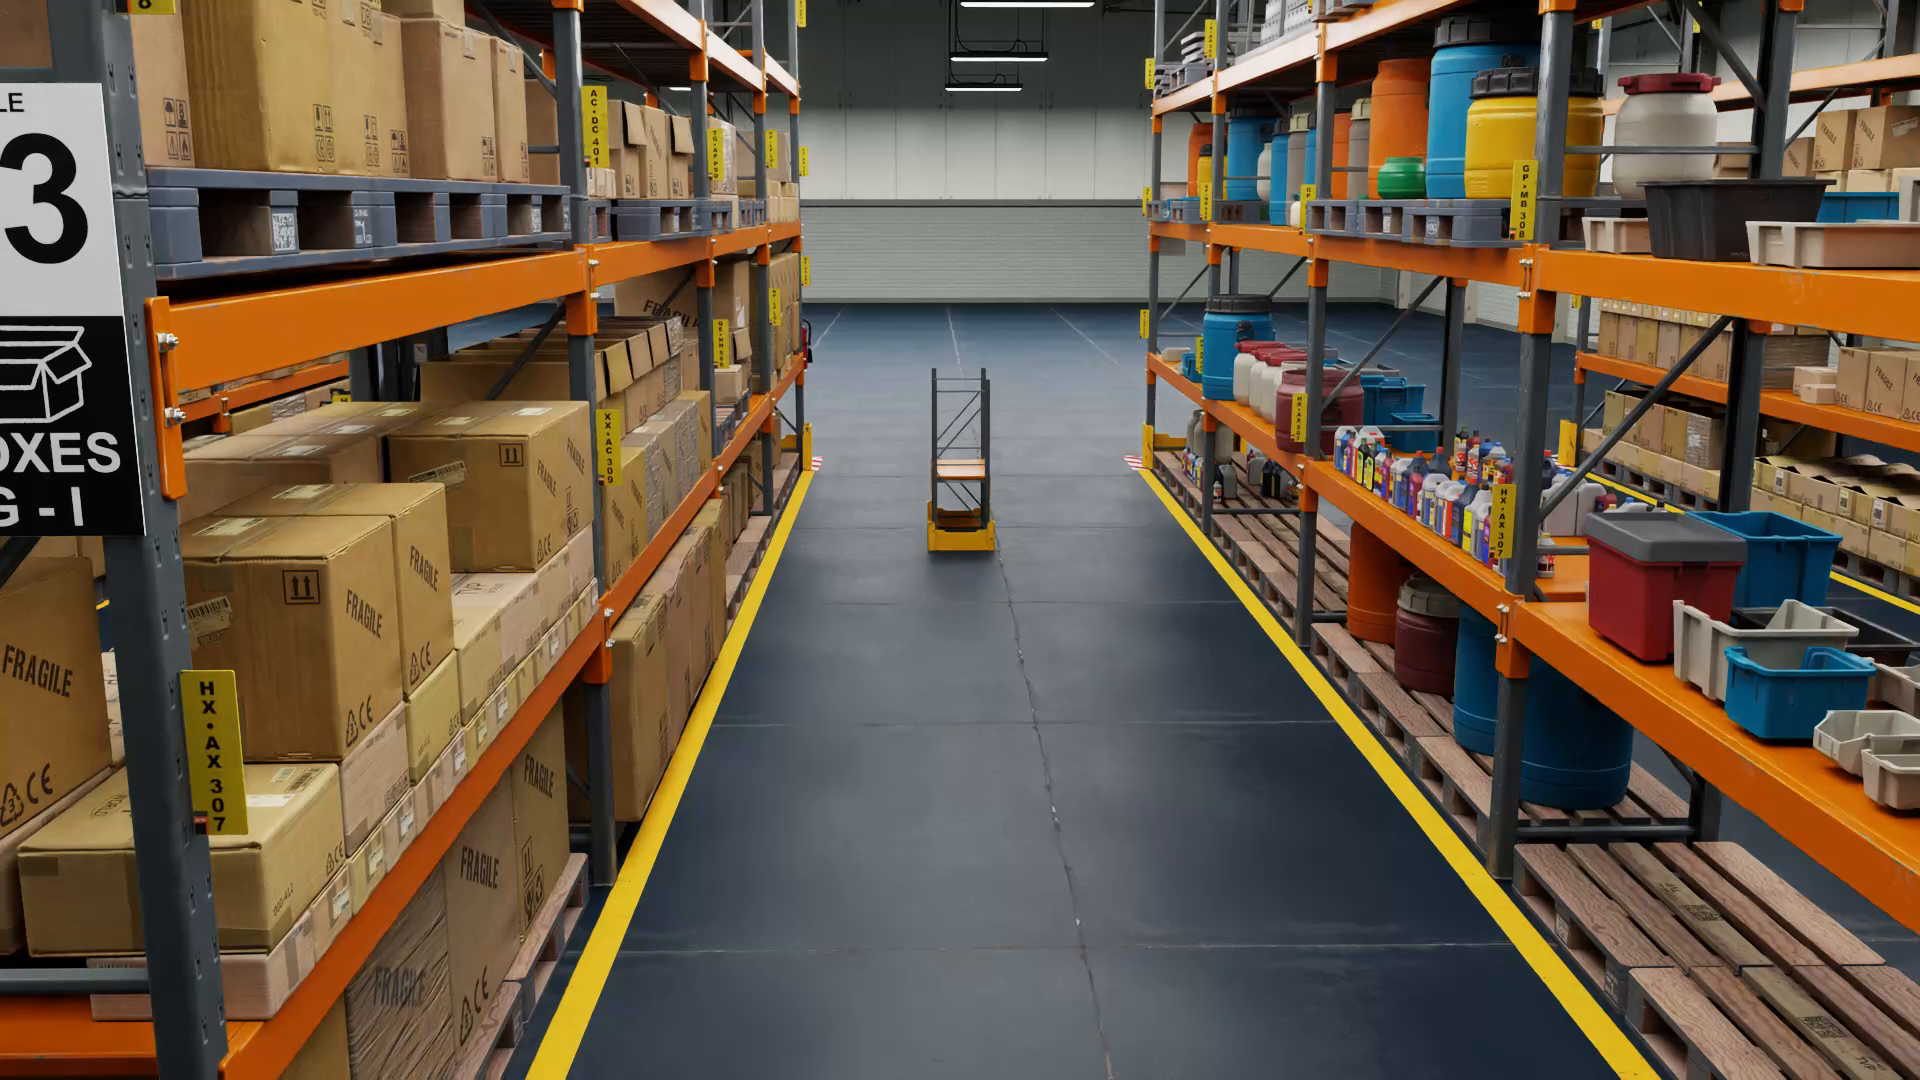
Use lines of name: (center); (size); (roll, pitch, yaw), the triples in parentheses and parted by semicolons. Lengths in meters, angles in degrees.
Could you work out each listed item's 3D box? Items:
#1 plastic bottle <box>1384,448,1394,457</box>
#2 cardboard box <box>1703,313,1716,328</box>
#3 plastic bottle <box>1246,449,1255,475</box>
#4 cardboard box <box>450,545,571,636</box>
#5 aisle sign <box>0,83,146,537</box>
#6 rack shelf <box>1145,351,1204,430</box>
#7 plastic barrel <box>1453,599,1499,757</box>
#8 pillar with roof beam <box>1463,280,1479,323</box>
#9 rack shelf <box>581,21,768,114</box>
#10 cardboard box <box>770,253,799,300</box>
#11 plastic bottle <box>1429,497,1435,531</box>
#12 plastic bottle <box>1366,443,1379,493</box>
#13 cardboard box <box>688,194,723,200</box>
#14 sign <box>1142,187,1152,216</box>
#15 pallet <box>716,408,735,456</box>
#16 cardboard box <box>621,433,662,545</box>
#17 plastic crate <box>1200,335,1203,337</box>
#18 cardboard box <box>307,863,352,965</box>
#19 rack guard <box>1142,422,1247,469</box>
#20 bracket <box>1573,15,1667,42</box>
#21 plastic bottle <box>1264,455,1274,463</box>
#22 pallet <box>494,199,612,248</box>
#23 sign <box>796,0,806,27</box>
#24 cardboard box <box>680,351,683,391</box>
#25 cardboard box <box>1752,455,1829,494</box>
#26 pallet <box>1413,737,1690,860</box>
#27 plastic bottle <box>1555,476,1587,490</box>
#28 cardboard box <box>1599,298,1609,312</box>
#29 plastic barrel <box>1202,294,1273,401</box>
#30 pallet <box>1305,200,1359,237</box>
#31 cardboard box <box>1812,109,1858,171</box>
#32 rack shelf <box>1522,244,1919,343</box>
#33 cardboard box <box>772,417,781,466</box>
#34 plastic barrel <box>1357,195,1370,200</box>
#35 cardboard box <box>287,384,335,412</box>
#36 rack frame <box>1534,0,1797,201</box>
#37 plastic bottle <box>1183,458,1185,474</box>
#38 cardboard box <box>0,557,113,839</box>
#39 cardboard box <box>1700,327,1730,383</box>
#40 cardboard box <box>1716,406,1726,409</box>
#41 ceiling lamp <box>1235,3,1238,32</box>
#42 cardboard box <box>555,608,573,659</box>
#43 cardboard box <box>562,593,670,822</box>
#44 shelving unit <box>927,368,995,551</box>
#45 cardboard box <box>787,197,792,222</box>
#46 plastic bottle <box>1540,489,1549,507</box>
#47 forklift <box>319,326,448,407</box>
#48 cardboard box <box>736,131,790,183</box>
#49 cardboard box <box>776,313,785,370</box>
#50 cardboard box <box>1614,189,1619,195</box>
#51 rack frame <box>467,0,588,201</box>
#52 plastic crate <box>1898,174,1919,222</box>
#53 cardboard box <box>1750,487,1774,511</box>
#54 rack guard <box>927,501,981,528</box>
plastic bottle: (2.641, -0.470, 10.330); (0.097, 0.201, 0.097); (0, 11, 0)
cardboard box: (7.454, -2.131, 16.134); (0.380, 0.149, 0.250); (0, 11, -1)
plastic bottle: (3.004, -0.803, 17.198); (0.061, 0.283, 0.133); (0, 11, -1)
cardboard box: (-1.763, 0.190, 6.205); (0.500, 0.250, 0.500); (0, 11, 1)
aisle sign: (-1.664, -0.393, 2.912); (0.394, 0.787, 0.004); (0, 11, -1)
rack shelf: (2.698, -1.582, 17.124); (1.077, 0.370, 4.000); (0, 11, -1)
plastic barrel: (2.895, 0.626, 8.649); (0.600, 0.901, 0.708); (0, 11, -1)
pillar with roof beam: (8.641, -9.931, 41.377); (9.100, 9.000, 0.548); (0, 11, -1)
rack shelf: (-2.172, -3.511, 12.548); (1.077, 0.370, 4.000); (0, 11, -1)
cardboard box: (-2.037, -2.889, 18.239); (0.500, 0.500, 0.500); (0, 11, -1)
plastic bottle: (2.522, -0.149, 8.751); (0.097, 0.201, 0.097); (0, 11, 0)
plastic bottle: (2.479, -0.433, 9.943); (0.061, 0.283, 0.133); (0, 11, -1)
cardboard box: (-1.886, -2.213, 11.256); (0.500, 0.250, 0.500); (0, 11, 0)
sign: (2.106, -3.806, 18.706); (0.100, 0.325, 0.005); (0, 11, -1)
pallet: (-2.251, -0.769, 11.789); (1.213, 0.211, 1.003); (0, 11, -1)
cardboard box: (-1.828, -0.268, 8.583); (0.500, 0.500, 0.500); (0, 11, -2)
plastic crate: (2.966, -2.161, 18.543); (0.499, 0.251, 0.616); (0, 11, -1)
cardboard box: (-1.649, 0.869, 3.866); (0.380, 0.149, 0.250); (0, 11, -2)
rack guard: (2.705, -1.093, 19.187); (1.175, 0.500, 0.348); (0, 11, -1)
bracket: (12.776, -9.924, 32.289); (0.076, 0.066, 4.783); (0, 11, -1)
plastic bottle: (3.125, -0.739, 16.713); (0.144, 0.351, 0.185); (0, 11, -2)
pallet: (-2.116, -1.485, 7.772); (0.805, 0.209, 1.217); (-1, 11, -3)
sign: (-1.740, -5.786, 18.198); (0.100, 0.325, 0.005); (0, 11, -1)
cardboard box: (-2.181, -1.084, 11.550); (0.500, 0.500, 0.500); (-2, 12, -8)
cardboard box: (7.451, -0.607, 14.956); (0.500, 0.311, 0.500); (0, 11, -1)
pallet: (2.930, 1.266, 8.289); (1.003, 0.211, 1.213); (0, 11, -1)
plastic bottle: (3.252, -0.210, 8.863); (0.152, 0.276, 0.135); (0, 11, -1)
cardboard box: (7.402, -2.640, 18.646); (0.380, 0.149, 0.250); (0, 11, -2)
plastic barrel: (2.444, -1.705, 14.659); (0.600, 0.901, 0.708); (0, 11, -1)
pallet: (2.740, -1.967, 10.143); (1.003, 0.211, 1.213); (0, 11, -1)
cardboard box: (7.665, -3.404, 14.185); (0.500, 0.500, 0.500); (0, 11, 0)
rack shelf: (2.946, -0.667, 5.068); (1.077, 0.370, 4.000); (0, 11, -1)
cardboard box: (-2.253, -1.050, 17.922); (0.500, 0.500, 0.500); (3, 12, 14)
plastic barrel: (2.765, -2.185, 11.132); (0.294, 0.245, 0.294); (0, 11, 0)
cardboard box: (-7.156, -1.167, 17.555); (0.875, 0.875, 0.875); (0, 11, -2)
rack frame: (2.904, -2.887, 6.658); (1.000, 3.000, 0.127); (0, 11, -1)
plastic bottle: (2.384, -0.795, 17.363); (0.097, 0.201, 0.097); (0, 11, 0)
cardboard box: (-2.238, 0.333, 3.618); (0.500, 0.500, 0.500); (0, 11, 0)
cardboard box: (7.659, -1.799, 16.131); (0.700, 0.500, 0.500); (0, 11, -2)
cardboard box: (7.974, -1.075, 16.787); (0.500, 0.500, 0.500); (0, 11, -1)
ceiling lamp: (7.941, -13.213, 42.876); (2.000, 3.185, 0.800); (0, 11, -1)
cardboard box: (-1.703, 0.358, 6.383); (0.380, 0.149, 0.250); (0, 11, -2)
cardboard box: (-2.081, 0.782, 7.950); (1.225, 0.875, 0.875); (0, 11, -1)
shelving unit: (-0.002, -0.750, 14.985); (0.587, 1.500, 1.083); (0, 11, -1)
cardboard box: (-2.016, -3.413, 17.170); (0.500, 0.250, 0.500); (0, 11, 0)
plastic bottle: (3.127, -0.169, 8.849); (0.097, 0.201, 0.097); (0, 11, 0)
forklift: (-5.202, -1.384, 14.508); (3.031, 2.935, 1.130); (-3, 12, -15)
cardboard box: (-2.011, -3.915, 17.011); (0.500, 0.500, 0.500); (0, 11, -1)
cardboard box: (-2.135, -1.901, 15.886); (0.875, 0.500, 0.500); (0, 11, -1)
cardboard box: (7.616, -4.033, 18.182); (0.797, 0.503, 0.637); (1, 11, 3)
rack frame: (-2.048, -2.867, 6.558); (1.000, 3.000, 0.127); (0, 11, -1)
plastic crate: (3.250, -1.006, 5.227); (0.437, 0.282, 0.530); (0, 11, -1)
cardboard box: (7.452, -0.334, 15.021); (0.500, 0.250, 0.500); (-1, 11, -3)
rack guard: (-0.012, -0.237, 15.597); (0.587, 0.250, 0.087); (0, 11, -1)
